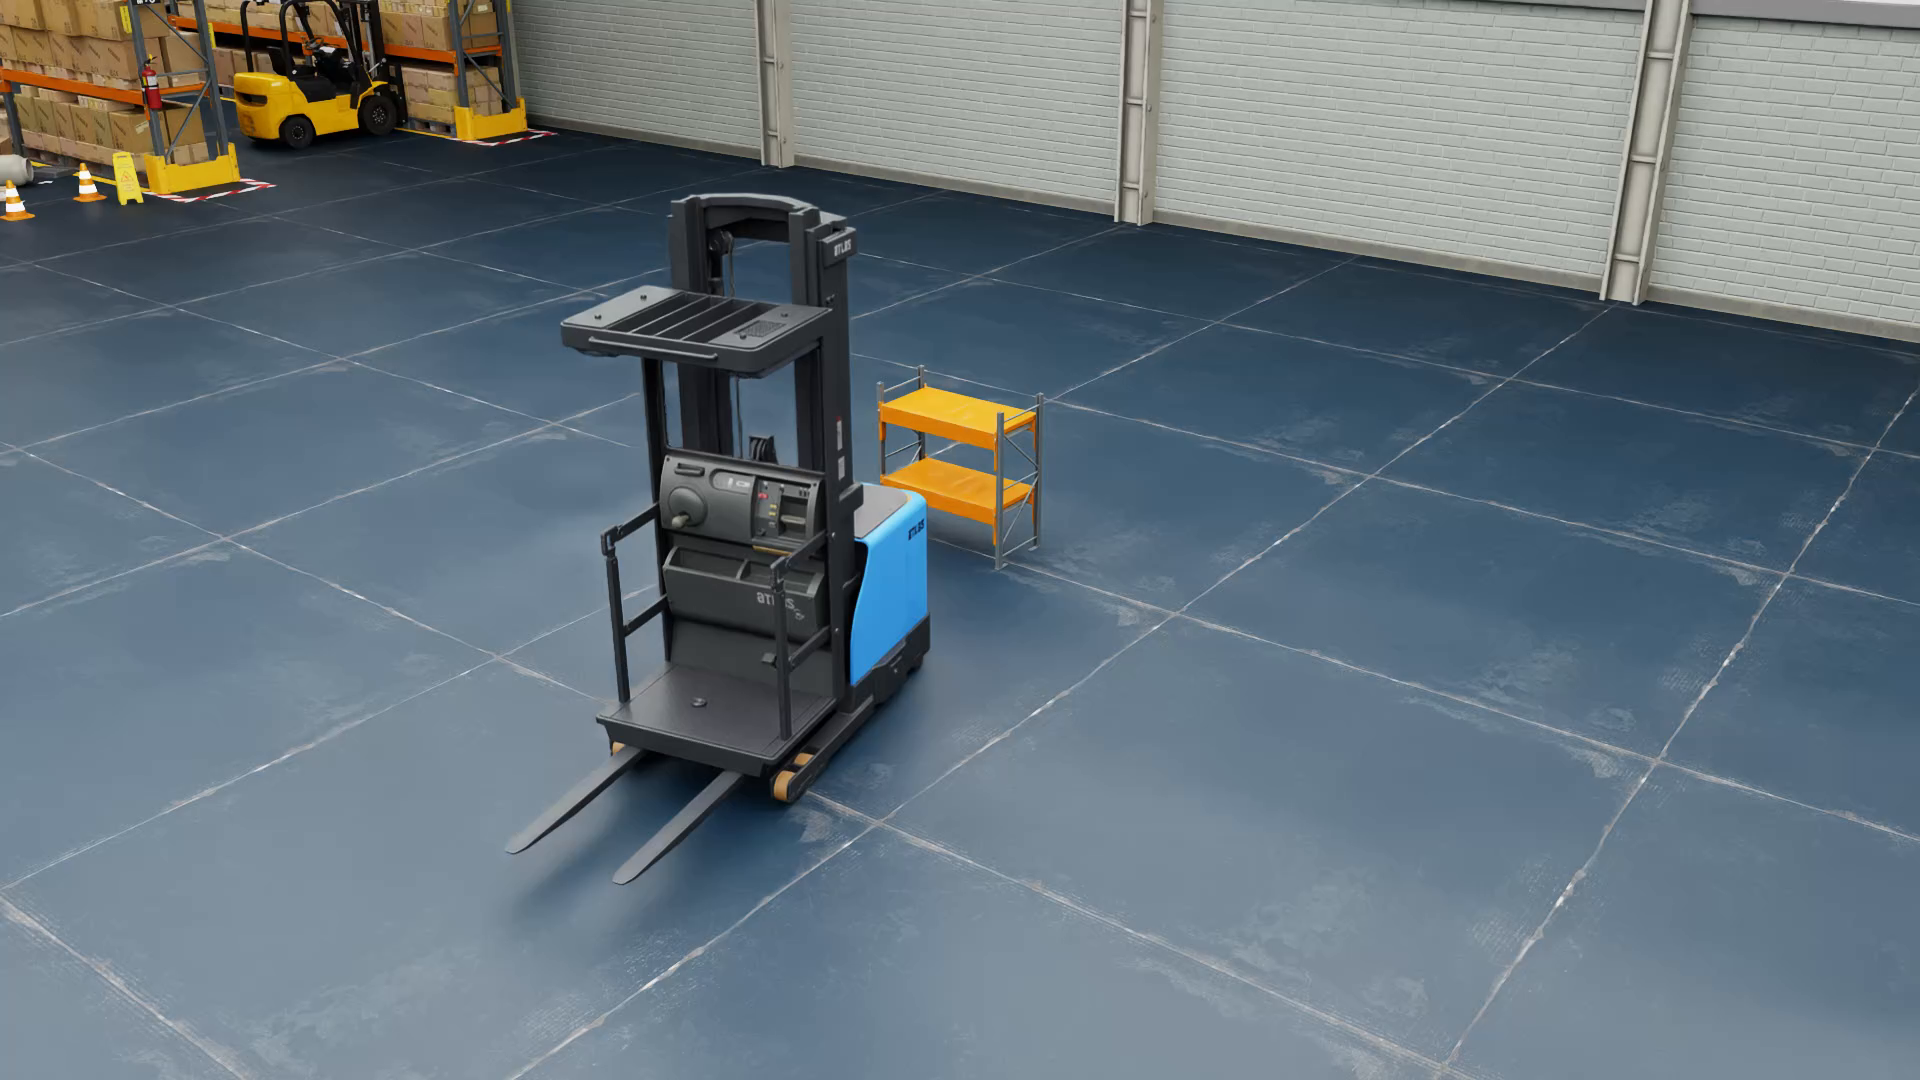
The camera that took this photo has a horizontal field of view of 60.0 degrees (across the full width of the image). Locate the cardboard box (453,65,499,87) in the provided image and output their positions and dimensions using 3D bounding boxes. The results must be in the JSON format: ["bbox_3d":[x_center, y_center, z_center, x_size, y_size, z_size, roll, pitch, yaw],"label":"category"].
[{"bbox_3d":[-7.683,-7.369,26.403,0.500,0.250,0.500,16,29,33],"label":"cardboard box"}]

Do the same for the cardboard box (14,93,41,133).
[{"bbox_3d":[-13.277,-6.212,24.088,0.500,0.500,0.500,18,30,36],"label":"cardboard box"}]

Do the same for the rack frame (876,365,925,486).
[{"bbox_3d":[-0.412,-0.639,11.806,0.032,1.125,0.500,17,29,33],"label":"rack frame"}]

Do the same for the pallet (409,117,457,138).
[{"bbox_3d":[-8.049,-6.695,26.684,1.213,0.211,1.003,17,29,33],"label":"pallet"}]

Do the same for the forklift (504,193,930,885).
[{"bbox_3d":[-1.239,-0.171,8.503,1.130,2.935,3.031,10,26,22],"label":"forklift"}]

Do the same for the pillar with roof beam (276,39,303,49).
[{"bbox_3d":[-14.812,-11.066,25.706,0.400,9.000,9.100,17,29,33],"label":"pillar with roof beam"}]

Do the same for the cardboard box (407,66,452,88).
[{"bbox_3d":[-8.380,-7.324,26.301,0.500,0.250,0.500,17,29,34],"label":"cardboard box"}]

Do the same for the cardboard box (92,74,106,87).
[{"bbox_3d":[-11.500,-6.251,22.529,0.250,0.149,0.380,17,29,34],"label":"cardboard box"}]

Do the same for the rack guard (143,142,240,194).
[{"bbox_3d":[-10.447,-5.072,22.642,0.348,0.500,1.175,17,29,33],"label":"rack guard"}]

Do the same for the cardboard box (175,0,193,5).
[{"bbox_3d":[-13.620,-9.701,29.612,0.500,0.250,0.500,17,29,33],"label":"cardboard box"}]

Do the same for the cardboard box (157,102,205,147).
[{"bbox_3d":[-10.885,-5.765,23.072,0.500,0.500,0.500,16,28,32],"label":"cardboard box"}]

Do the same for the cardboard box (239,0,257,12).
[{"bbox_3d":[-11.981,-9.211,28.502,0.500,0.250,0.500,17,29,34],"label":"cardboard box"}]

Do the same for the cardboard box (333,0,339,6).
[{"bbox_3d":[-9.929,-8.748,26.956,0.250,0.149,0.380,18,29,34],"label":"cardboard box"}]

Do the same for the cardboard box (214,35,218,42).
[{"bbox_3d":[-14.044,-9.306,30.926,0.250,0.149,0.380,19,30,36],"label":"cardboard box"}]

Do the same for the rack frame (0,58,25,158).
[{"bbox_3d":[-13.587,-7.165,24.291,0.127,3.000,1.000,17,29,33],"label":"rack frame"}]

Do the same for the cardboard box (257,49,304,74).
[{"bbox_3d":[-11.654,-8.185,29.032,0.625,0.625,0.875,16,29,33],"label":"cardboard box"}]

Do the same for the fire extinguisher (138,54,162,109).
[{"bbox_3d":[-10.571,-5.986,21.711,0.183,0.674,0.296,17,29,33],"label":"fire extinguisher"}]

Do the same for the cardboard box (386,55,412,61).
[{"bbox_3d":[-9.292,-7.858,27.513,0.500,0.250,0.500,17,29,34],"label":"cardboard box"}]

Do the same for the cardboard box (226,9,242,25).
[{"bbox_3d":[-12.375,-9.108,28.888,0.500,0.250,0.500,18,29,35],"label":"cardboard box"}]

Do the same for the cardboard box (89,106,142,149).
[{"bbox_3d":[-11.603,-5.709,22.947,0.500,0.500,0.500,18,30,35],"label":"cardboard box"}]

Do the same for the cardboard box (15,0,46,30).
[{"bbox_3d":[-12.584,-7.367,23.018,0.500,0.500,0.700,16,28,32],"label":"cardboard box"}]

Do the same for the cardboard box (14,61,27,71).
[{"bbox_3d":[-13.294,-6.826,23.834,0.250,0.149,0.380,18,29,35],"label":"cardboard box"}]

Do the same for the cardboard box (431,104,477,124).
[{"bbox_3d":[-7.978,-6.746,26.229,0.500,0.250,0.500,17,29,34],"label":"cardboard box"}]

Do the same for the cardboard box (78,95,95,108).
[{"bbox_3d":[-11.927,-6.074,22.971,0.250,0.149,0.380,18,30,35],"label":"cardboard box"}]

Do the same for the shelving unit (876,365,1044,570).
[{"bbox_3d":[-0.005,-0.516,11.527,1.048,1.125,0.538,17,29,33],"label":"shelving unit"}]

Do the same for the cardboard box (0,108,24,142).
[{"bbox_3d":[-14.008,-6.281,25.022,0.625,0.372,0.950,17,29,34],"label":"cardboard box"}]

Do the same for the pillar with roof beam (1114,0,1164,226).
[{"bbox_3d":[-0.409,-6.714,15.827,0.400,9.000,9.100,17,29,33],"label":"pillar with roof beam"}]

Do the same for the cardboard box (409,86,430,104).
[{"bbox_3d":[-8.384,-7.104,26.423,0.500,0.250,0.500,16,29,33],"label":"cardboard box"}]

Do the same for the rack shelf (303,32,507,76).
[{"bbox_3d":[-9.013,-7.954,26.975,4.000,0.370,1.077,17,29,33],"label":"rack shelf"}]

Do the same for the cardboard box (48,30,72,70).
[{"bbox_3d":[-12.176,-6.795,22.959,0.500,0.500,0.500,17,29,34],"label":"cardboard box"}]

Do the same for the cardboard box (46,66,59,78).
[{"bbox_3d":[-12.509,-6.558,23.225,0.250,0.149,0.380,17,29,34],"label":"cardboard box"}]

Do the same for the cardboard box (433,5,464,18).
[{"bbox_3d":[-7.858,-8.136,25.567,0.250,0.149,0.380,17,29,34],"label":"cardboard box"}]

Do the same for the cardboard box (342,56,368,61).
[{"bbox_3d":[-10.011,-7.814,27.413,0.500,0.250,0.500,17,29,33],"label":"cardboard box"}]

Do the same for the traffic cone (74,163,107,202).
[{"bbox_3d":[-11.504,-4.724,21.899,0.334,0.463,0.336,17,29,33],"label":"traffic cone"}]

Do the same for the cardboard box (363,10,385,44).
[{"bbox_3d":[-9.192,-8.250,26.631,0.500,0.500,0.500,17,29,34],"label":"cardboard box"}]

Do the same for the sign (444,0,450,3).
[{"bbox_3d":[-7.749,-8.267,25.062,0.005,0.325,0.100,17,29,33],"label":"sign"}]

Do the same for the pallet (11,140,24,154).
[{"bbox_3d":[-14.211,-6.077,25.280,1.213,0.211,1.003,17,29,33],"label":"pallet"}]

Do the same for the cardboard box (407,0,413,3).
[{"bbox_3d":[-8.422,-8.486,25.992,0.250,0.149,0.380,17,29,34],"label":"cardboard box"}]

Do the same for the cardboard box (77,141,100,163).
[{"bbox_3d":[-12.026,-5.493,23.386,0.500,0.250,0.500,16,28,31],"label":"cardboard box"}]

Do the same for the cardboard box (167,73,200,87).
[{"bbox_3d":[-10.534,-6.232,22.485,0.250,0.149,0.380,17,29,33],"label":"cardboard box"}]

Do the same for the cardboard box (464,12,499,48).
[{"bbox_3d":[-7.642,-8.055,26.188,0.500,0.500,0.500,18,29,35],"label":"cardboard box"}]

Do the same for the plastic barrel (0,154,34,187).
[{"bbox_3d":[-12.947,-5.030,22.640,0.512,0.421,0.421,-5,24,-12],"label":"plastic barrel"}]

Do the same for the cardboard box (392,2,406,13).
[{"bbox_3d":[-8.685,-8.384,26.129,0.250,0.149,0.380,16,28,32],"label":"cardboard box"}]

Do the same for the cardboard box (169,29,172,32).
[{"bbox_3d":[-11.015,-6.708,22.761,0.500,0.500,0.500,18,29,35],"label":"cardboard box"}]

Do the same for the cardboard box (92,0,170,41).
[{"bbox_3d":[-10.926,-6.890,21.935,0.500,0.500,0.700,16,28,32],"label":"cardboard box"}]

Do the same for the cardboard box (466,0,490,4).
[{"bbox_3d":[-7.553,-8.429,25.863,0.250,0.149,0.380,16,28,32],"label":"cardboard box"}]
